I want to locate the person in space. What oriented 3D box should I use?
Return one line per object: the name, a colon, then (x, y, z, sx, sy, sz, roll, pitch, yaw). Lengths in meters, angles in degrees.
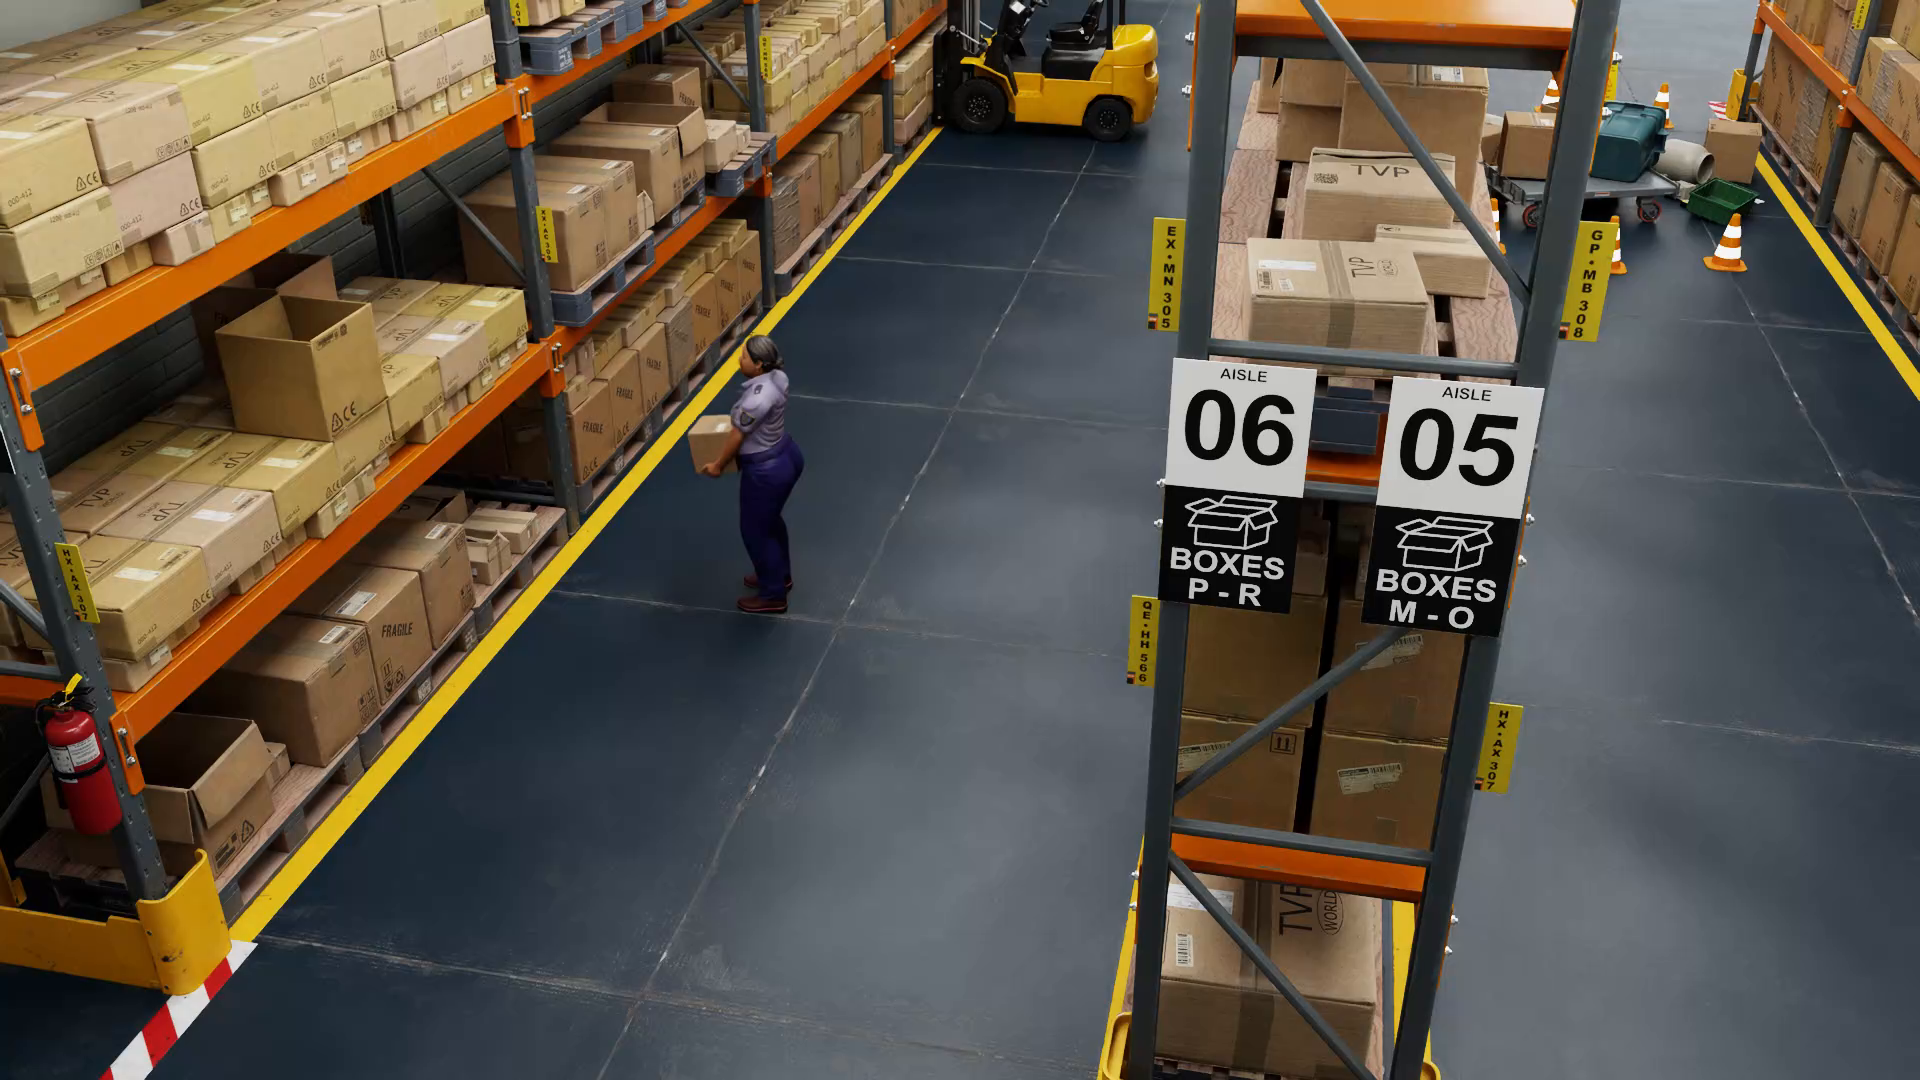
person: (-1.161, -0.388, 9.337, 0.524, 1.647, 0.434, 6, 29, 10)
